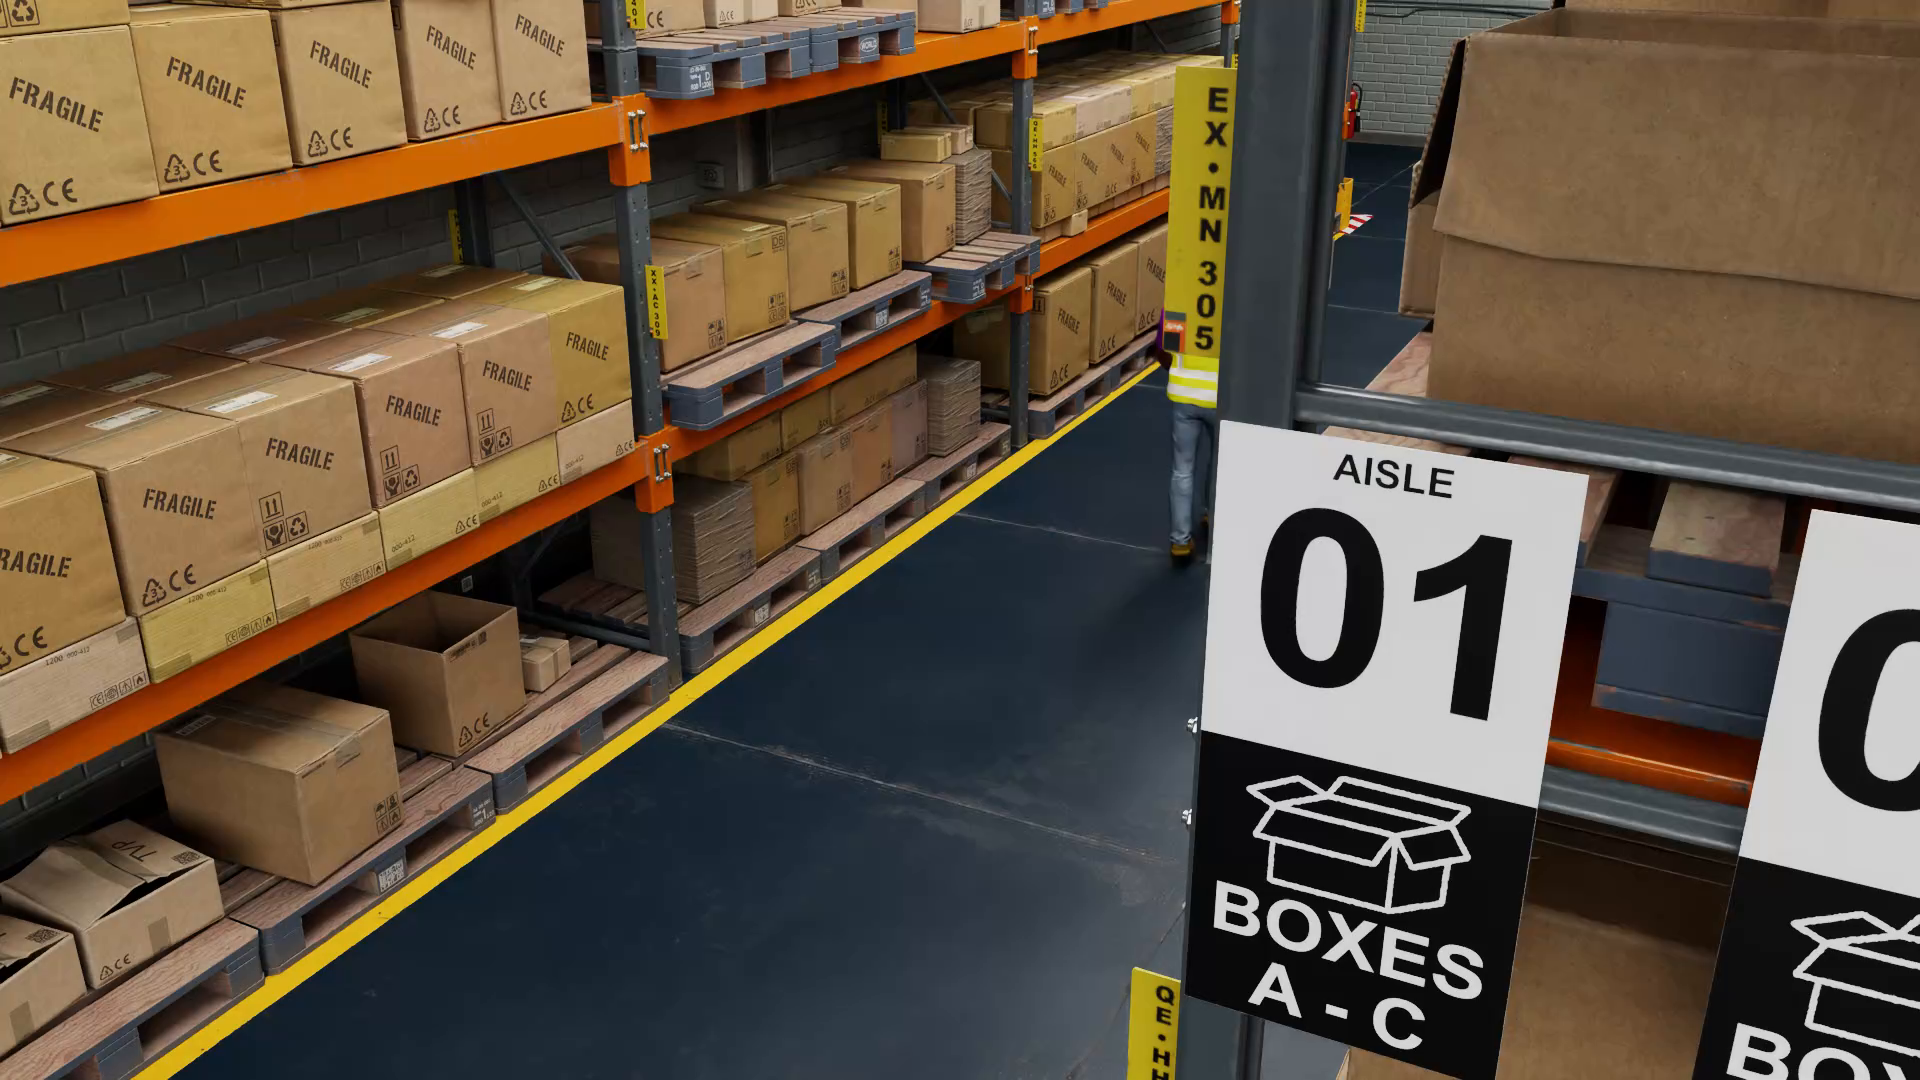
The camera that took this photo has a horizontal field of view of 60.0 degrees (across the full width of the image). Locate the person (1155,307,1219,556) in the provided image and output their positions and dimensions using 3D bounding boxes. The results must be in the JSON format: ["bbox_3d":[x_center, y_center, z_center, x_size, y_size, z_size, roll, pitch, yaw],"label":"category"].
[{"bbox_3d":[1.444,-0.767,9.535,0.719,1.780,0.956,6,23,15],"label":"person"}]
